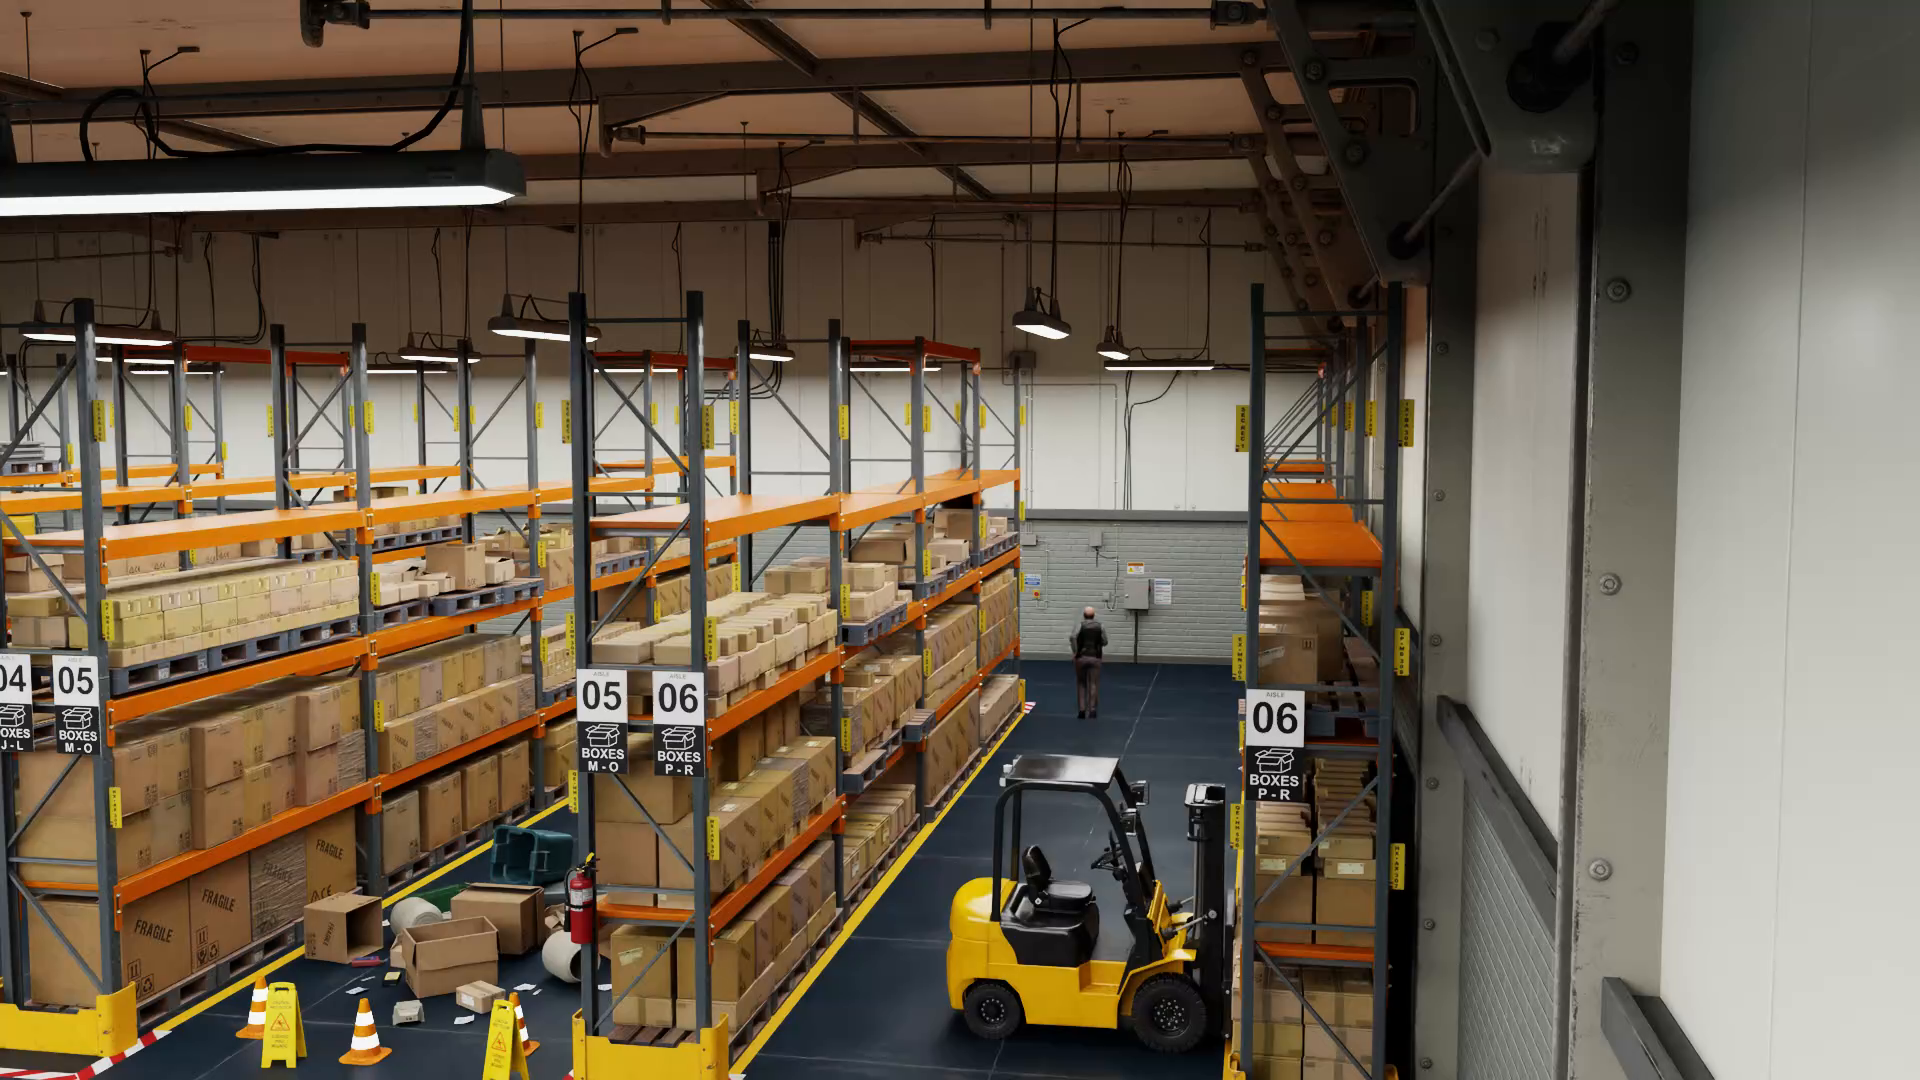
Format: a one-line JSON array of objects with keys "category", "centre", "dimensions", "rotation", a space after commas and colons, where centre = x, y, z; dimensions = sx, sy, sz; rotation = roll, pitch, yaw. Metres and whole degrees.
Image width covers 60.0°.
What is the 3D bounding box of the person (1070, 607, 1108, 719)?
[{"category": "person", "centre": [2.015, 1.949, 25.967], "dimensions": [0.600, 1.822, 0.806], "rotation": [0, 5, 5]}]
